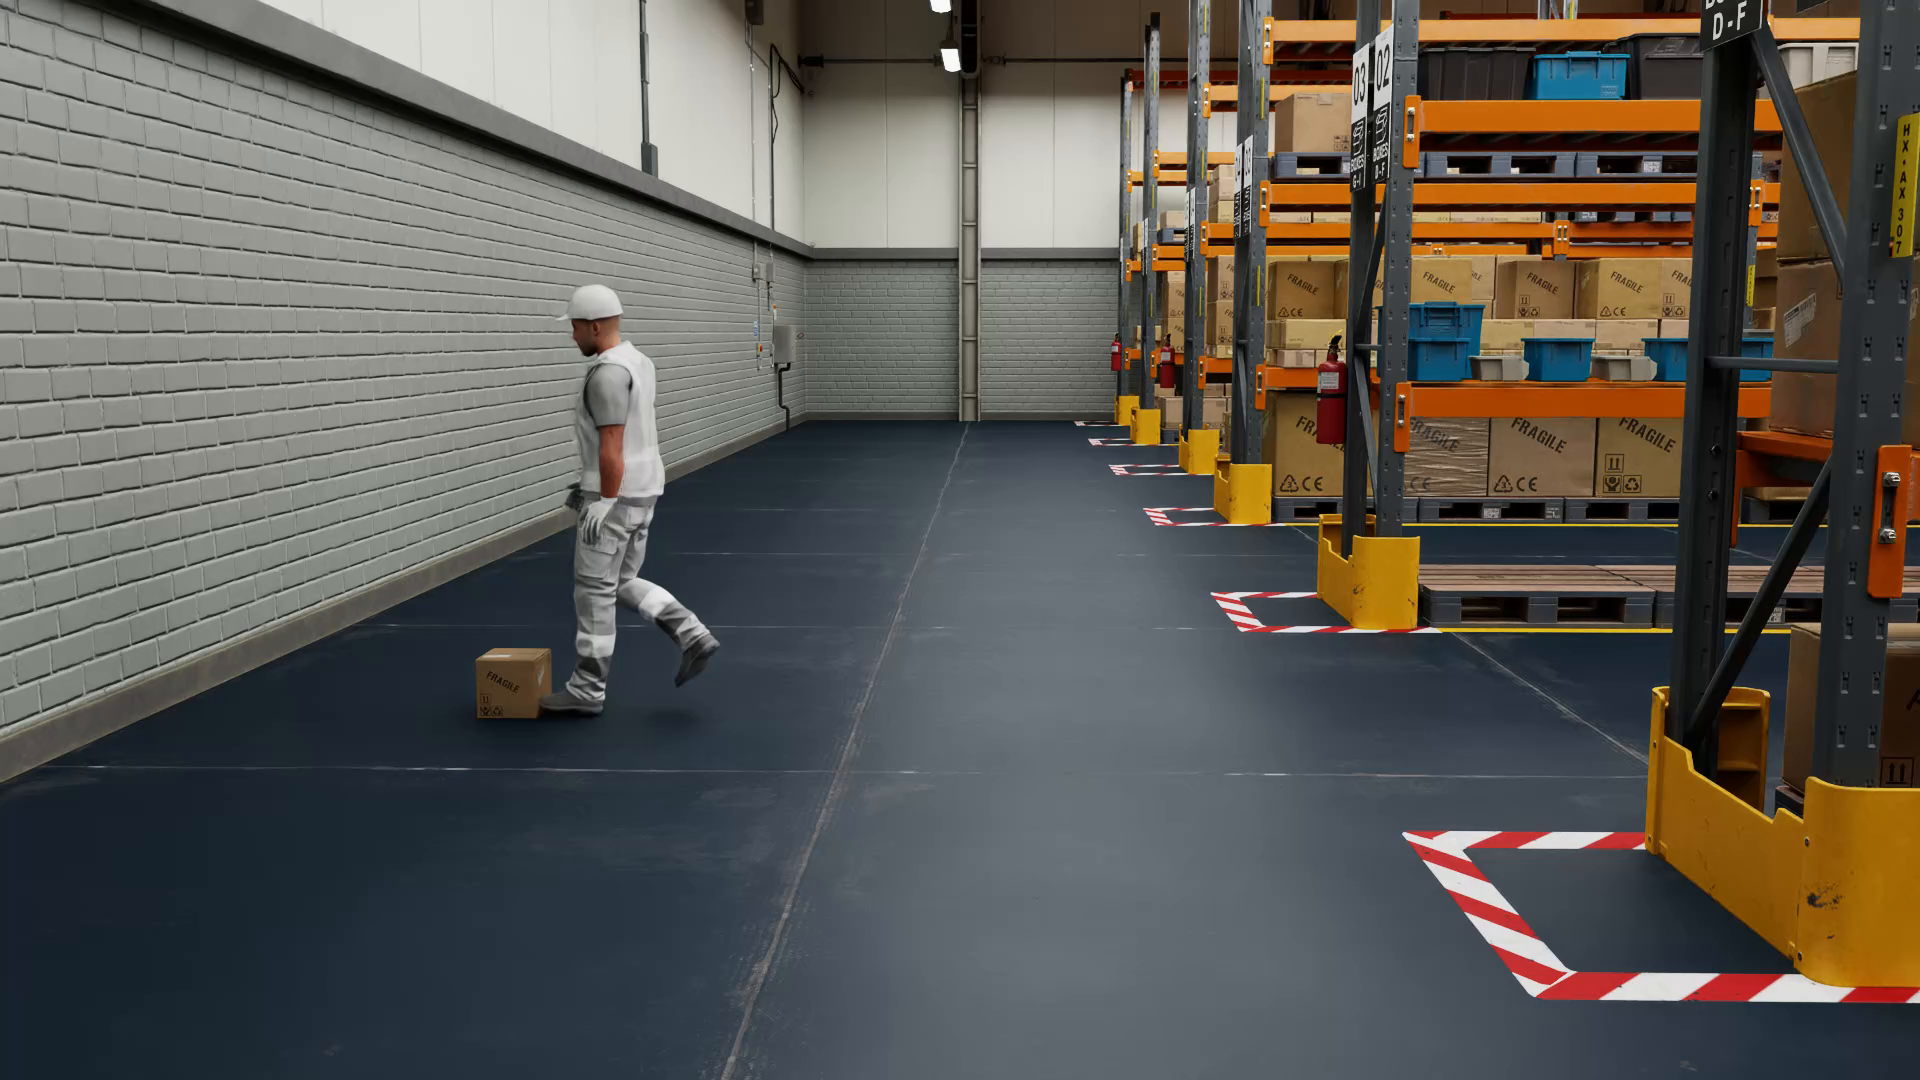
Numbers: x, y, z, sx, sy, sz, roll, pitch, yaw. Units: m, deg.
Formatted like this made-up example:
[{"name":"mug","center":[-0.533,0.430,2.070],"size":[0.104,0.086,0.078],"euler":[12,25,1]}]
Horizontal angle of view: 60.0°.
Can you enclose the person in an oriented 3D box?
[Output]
[{"name":"person","center":[-1.407,-0.163,6.923],"size":[0.770,1.779,0.537],"euler":[1,7,8]}]
